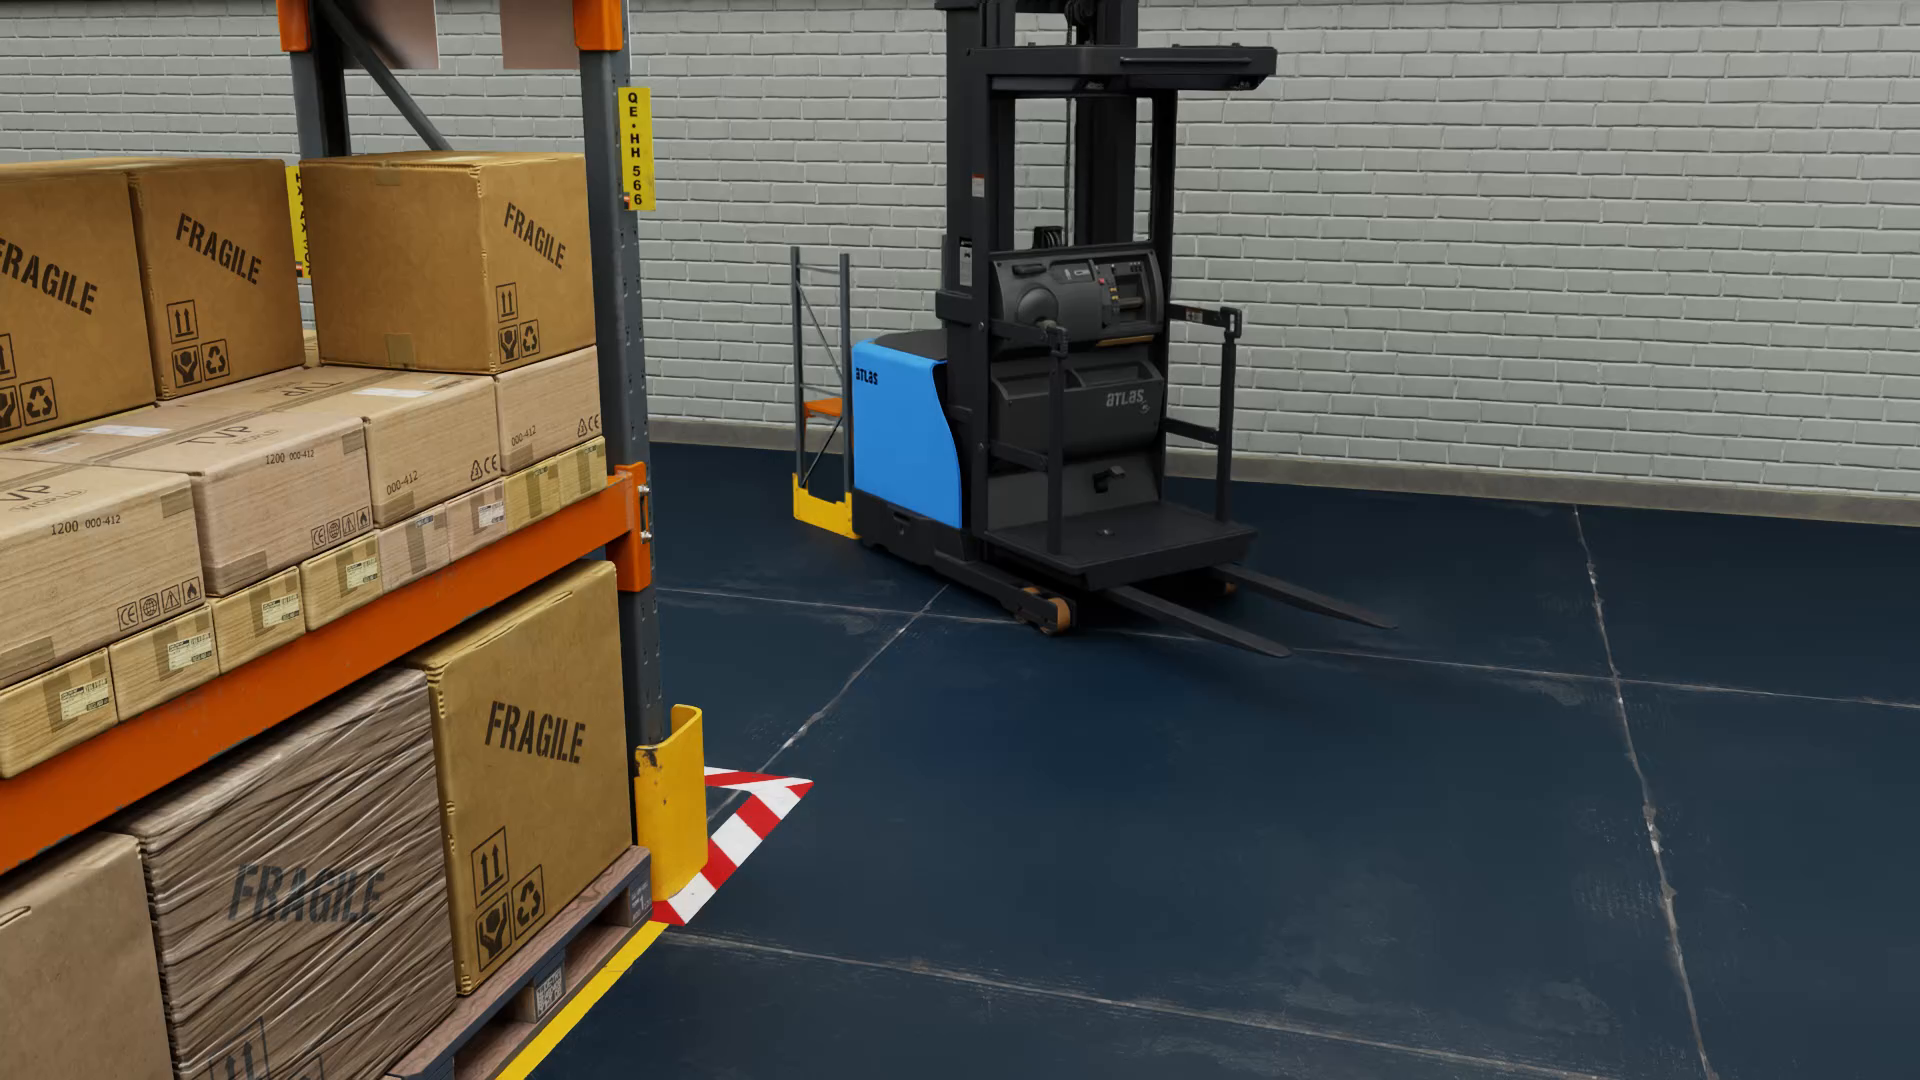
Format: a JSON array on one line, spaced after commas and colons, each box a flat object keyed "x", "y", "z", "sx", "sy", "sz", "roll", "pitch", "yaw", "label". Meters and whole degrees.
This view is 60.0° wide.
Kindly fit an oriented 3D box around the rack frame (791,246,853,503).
[{"x": -0.733, "y": -0.790, "z": 8.865, "sx": 0.032, "sy": 1.500, "sz": 0.500, "roll": -12, "pitch": 20, "yaw": -37, "label": "rack frame"}]

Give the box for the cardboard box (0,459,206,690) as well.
[{"x": -1.712, "y": 0.044, "z": 2.907, "sx": 0.500, "sy": 0.250, "sz": 0.500, "roll": 5, "pitch": 16, "yaw": 16, "label": "cardboard box"}]

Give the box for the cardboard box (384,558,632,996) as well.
[{"x": -1.501, "y": 0.559, "z": 4.486, "sx": 0.875, "sy": 0.875, "sz": 0.875, "roll": 5, "pitch": 16, "yaw": 16, "label": "cardboard box"}]

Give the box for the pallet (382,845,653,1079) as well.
[{"x": -1.548, "y": 1.122, "z": 4.487, "sx": 1.003, "sy": 0.211, "sz": 1.213, "roll": 5, "pitch": 16, "yaw": 16, "label": "pallet"}]

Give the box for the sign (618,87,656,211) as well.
[{"x": -0.880, "y": -1.060, "z": 4.514, "sx": 0.100, "sy": 0.325, "sz": 0.005, "roll": 5, "pitch": 16, "yaw": 16, "label": "sign"}]

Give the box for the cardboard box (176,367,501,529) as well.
[{"x": -1.424, "y": -0.226, "z": 3.858, "sx": 0.500, "sy": 0.250, "sz": 0.500, "roll": 4, "pitch": 16, "yaw": 15, "label": "cardboard box"}]

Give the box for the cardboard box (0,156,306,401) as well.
[{"x": -1.933, "y": -0.631, "z": 3.913, "sx": 0.500, "sy": 0.500, "sz": 0.500, "roll": 4, "pitch": 16, "yaw": 15, "label": "cardboard box"}]

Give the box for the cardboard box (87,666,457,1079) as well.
[{"x": -1.760, "y": 0.797, "z": 3.647, "sx": 0.875, "sy": 0.875, "sz": 0.875, "roll": 5, "pitch": 16, "yaw": 16, "label": "cardboard box"}]

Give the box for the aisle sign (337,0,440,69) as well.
[{"x": -1.663, "y": -1.728, "z": 4.660, "sx": 0.394, "sy": 0.787, "sz": 0.004, "roll": 5, "pitch": 16, "yaw": 16, "label": "aisle sign"}]

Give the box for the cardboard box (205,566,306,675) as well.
[{"x": -1.544, "y": 0.140, "z": 3.300, "sx": 0.380, "sy": 0.149, "sz": 0.250, "roll": 5, "pitch": 16, "yaw": 16, "label": "cardboard box"}]

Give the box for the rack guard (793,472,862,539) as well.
[{"x": -0.718, "y": -0.192, "z": 9.047, "sx": 0.087, "sy": 0.250, "sz": 0.587, "roll": -12, "pitch": 20, "yaw": -37, "label": "rack guard"}]

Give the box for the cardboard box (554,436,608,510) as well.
[{"x": -1.182, "y": -0.195, "z": 4.482, "sx": 0.380, "sy": 0.149, "sz": 0.250, "roll": 5, "pitch": 17, "yaw": 17, "label": "cardboard box"}]

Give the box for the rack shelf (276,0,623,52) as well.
[{"x": -1.964, "y": -1.009, "z": 2.710, "sx": 1.077, "sy": 0.370, "sz": 4.000, "roll": 5, "pitch": 16, "yaw": 16, "label": "rack shelf"}]

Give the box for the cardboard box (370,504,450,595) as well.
[{"x": -1.398, "y": 0.004, "z": 3.779, "sx": 0.380, "sy": 0.149, "sz": 0.250, "roll": 5, "pitch": 17, "yaw": 17, "label": "cardboard box"}]

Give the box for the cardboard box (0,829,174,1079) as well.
[{"x": -2.013, "y": 1.030, "z": 2.826, "sx": 0.875, "sy": 0.875, "sz": 0.875, "roll": 5, "pitch": 16, "yaw": 16, "label": "cardboard box"}]

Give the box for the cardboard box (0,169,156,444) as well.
[{"x": -2.075, "y": -0.495, "z": 3.434, "sx": 0.500, "sy": 0.500, "sz": 0.500, "roll": 4, "pitch": 16, "yaw": 14, "label": "cardboard box"}]

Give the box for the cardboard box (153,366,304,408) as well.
[{"x": -1.933, "y": -0.265, "z": 3.996, "sx": 0.500, "sy": 0.250, "sz": 0.500, "roll": 4, "pitch": 16, "yaw": 15, "label": "cardboard box"}]

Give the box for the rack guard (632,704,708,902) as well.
[{"x": -1.389, "y": 0.761, "z": 5.229, "sx": 1.175, "sy": 0.500, "sz": 0.348, "roll": 5, "pitch": 16, "yaw": 16, "label": "rack guard"}]

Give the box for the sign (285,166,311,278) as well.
[{"x": -1.926, "y": -0.934, "z": 4.894, "sx": 0.100, "sy": 0.325, "sz": 0.005, "roll": 5, "pitch": 16, "yaw": 16, "label": "sign"}]

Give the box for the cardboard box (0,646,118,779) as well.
[{"x": -1.688, "y": 0.273, "z": 2.831, "sx": 0.380, "sy": 0.149, "sz": 0.250, "roll": 4, "pitch": 16, "yaw": 14, "label": "cardboard box"}]

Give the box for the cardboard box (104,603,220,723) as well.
[{"x": -1.616, "y": 0.205, "z": 3.072, "sx": 0.380, "sy": 0.149, "sz": 0.250, "roll": 5, "pitch": 17, "yaw": 17, "label": "cardboard box"}]

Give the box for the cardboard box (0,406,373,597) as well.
[{"x": -1.568, "y": -0.093, "z": 3.389, "sx": 0.500, "sy": 0.250, "sz": 0.500, "roll": 4, "pitch": 16, "yaw": 14, "label": "cardboard box"}]

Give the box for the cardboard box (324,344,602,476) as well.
[{"x": -1.279, "y": -0.359, "z": 4.326, "sx": 0.500, "sy": 0.250, "sz": 0.500, "roll": 4, "pitch": 16, "yaw": 15, "label": "cardboard box"}]

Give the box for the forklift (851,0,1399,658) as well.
[{"x": 0.672, "y": -1.138, "z": 7.468, "sx": 1.130, "sy": 2.935, "sz": 3.031, "roll": -10, "pitch": 19, "yaw": -32, "label": "forklift"}]

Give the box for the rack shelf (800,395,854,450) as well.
[{"x": -0.336, "y": -0.703, "z": 9.219, "sx": 1.000, "sy": 0.185, "sz": 0.538, "roll": -12, "pitch": 20, "yaw": -37, "label": "rack shelf"}]

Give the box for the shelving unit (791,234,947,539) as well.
[{"x": -0.329, "y": -0.878, "z": 9.175, "sx": 1.083, "sy": 1.500, "sz": 0.587, "roll": -12, "pitch": 20, "yaw": -37, "label": "shelving unit"}]

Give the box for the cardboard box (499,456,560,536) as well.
[{"x": -1.254, "y": -0.127, "z": 4.241, "sx": 0.380, "sy": 0.149, "sz": 0.250, "roll": 5, "pitch": 17, "yaw": 16, "label": "cardboard box"}]

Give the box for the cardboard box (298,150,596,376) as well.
[{"x": -1.282, "y": -0.719, "z": 4.222, "sx": 0.500, "sy": 0.500, "sz": 0.500, "roll": 5, "pitch": 17, "yaw": 17, "label": "cardboard box"}]

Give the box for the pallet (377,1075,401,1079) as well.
[{"x": -1.897, "y": 1.440, "z": 3.366, "sx": 1.003, "sy": 0.211, "sz": 1.213, "roll": 5, "pitch": 16, "yaw": 16, "label": "pallet"}]

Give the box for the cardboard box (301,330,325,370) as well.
[{"x": -1.791, "y": -0.401, "z": 4.477, "sx": 0.500, "sy": 0.250, "sz": 0.500, "roll": 4, "pitch": 16, "yaw": 14, "label": "cardboard box"}]

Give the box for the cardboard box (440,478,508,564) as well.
[{"x": -1.327, "y": -0.061, "z": 4.009, "sx": 0.380, "sy": 0.149, "sz": 0.250, "roll": 5, "pitch": 16, "yaw": 16, "label": "cardboard box"}]

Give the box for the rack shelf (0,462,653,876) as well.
[{"x": -1.964, "y": 0.434, "z": 3.119, "sx": 1.077, "sy": 0.370, "sz": 4.000, "roll": 5, "pitch": 16, "yaw": 16, "label": "rack shelf"}]

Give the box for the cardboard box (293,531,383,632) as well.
[{"x": -1.470, "y": 0.072, "z": 3.539, "sx": 0.380, "sy": 0.149, "sz": 0.250, "roll": 4, "pitch": 16, "yaw": 15, "label": "cardboard box"}]

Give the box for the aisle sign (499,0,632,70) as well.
[{"x": -1.088, "y": -1.681, "z": 4.495, "sx": 0.394, "sy": 0.787, "sz": 0.004, "roll": 5, "pitch": 16, "yaw": 16, "label": "aisle sign"}]

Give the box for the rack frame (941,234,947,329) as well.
[{"x": 0.061, "y": -0.963, "z": 9.475, "sx": 0.032, "sy": 1.500, "sz": 0.500, "roll": -12, "pitch": 20, "yaw": -37, "label": "rack frame"}]

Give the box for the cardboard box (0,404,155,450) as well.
[{"x": -2.079, "y": -0.134, "z": 3.533, "sx": 0.500, "sy": 0.250, "sz": 0.500, "roll": 4, "pitch": 16, "yaw": 14, "label": "cardboard box"}]

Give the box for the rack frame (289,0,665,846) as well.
[{"x": -1.396, "y": -0.435, "z": 4.866, "sx": 1.000, "sy": 3.000, "sz": 0.127, "roll": 5, "pitch": 16, "yaw": 16, "label": "rack frame"}]
